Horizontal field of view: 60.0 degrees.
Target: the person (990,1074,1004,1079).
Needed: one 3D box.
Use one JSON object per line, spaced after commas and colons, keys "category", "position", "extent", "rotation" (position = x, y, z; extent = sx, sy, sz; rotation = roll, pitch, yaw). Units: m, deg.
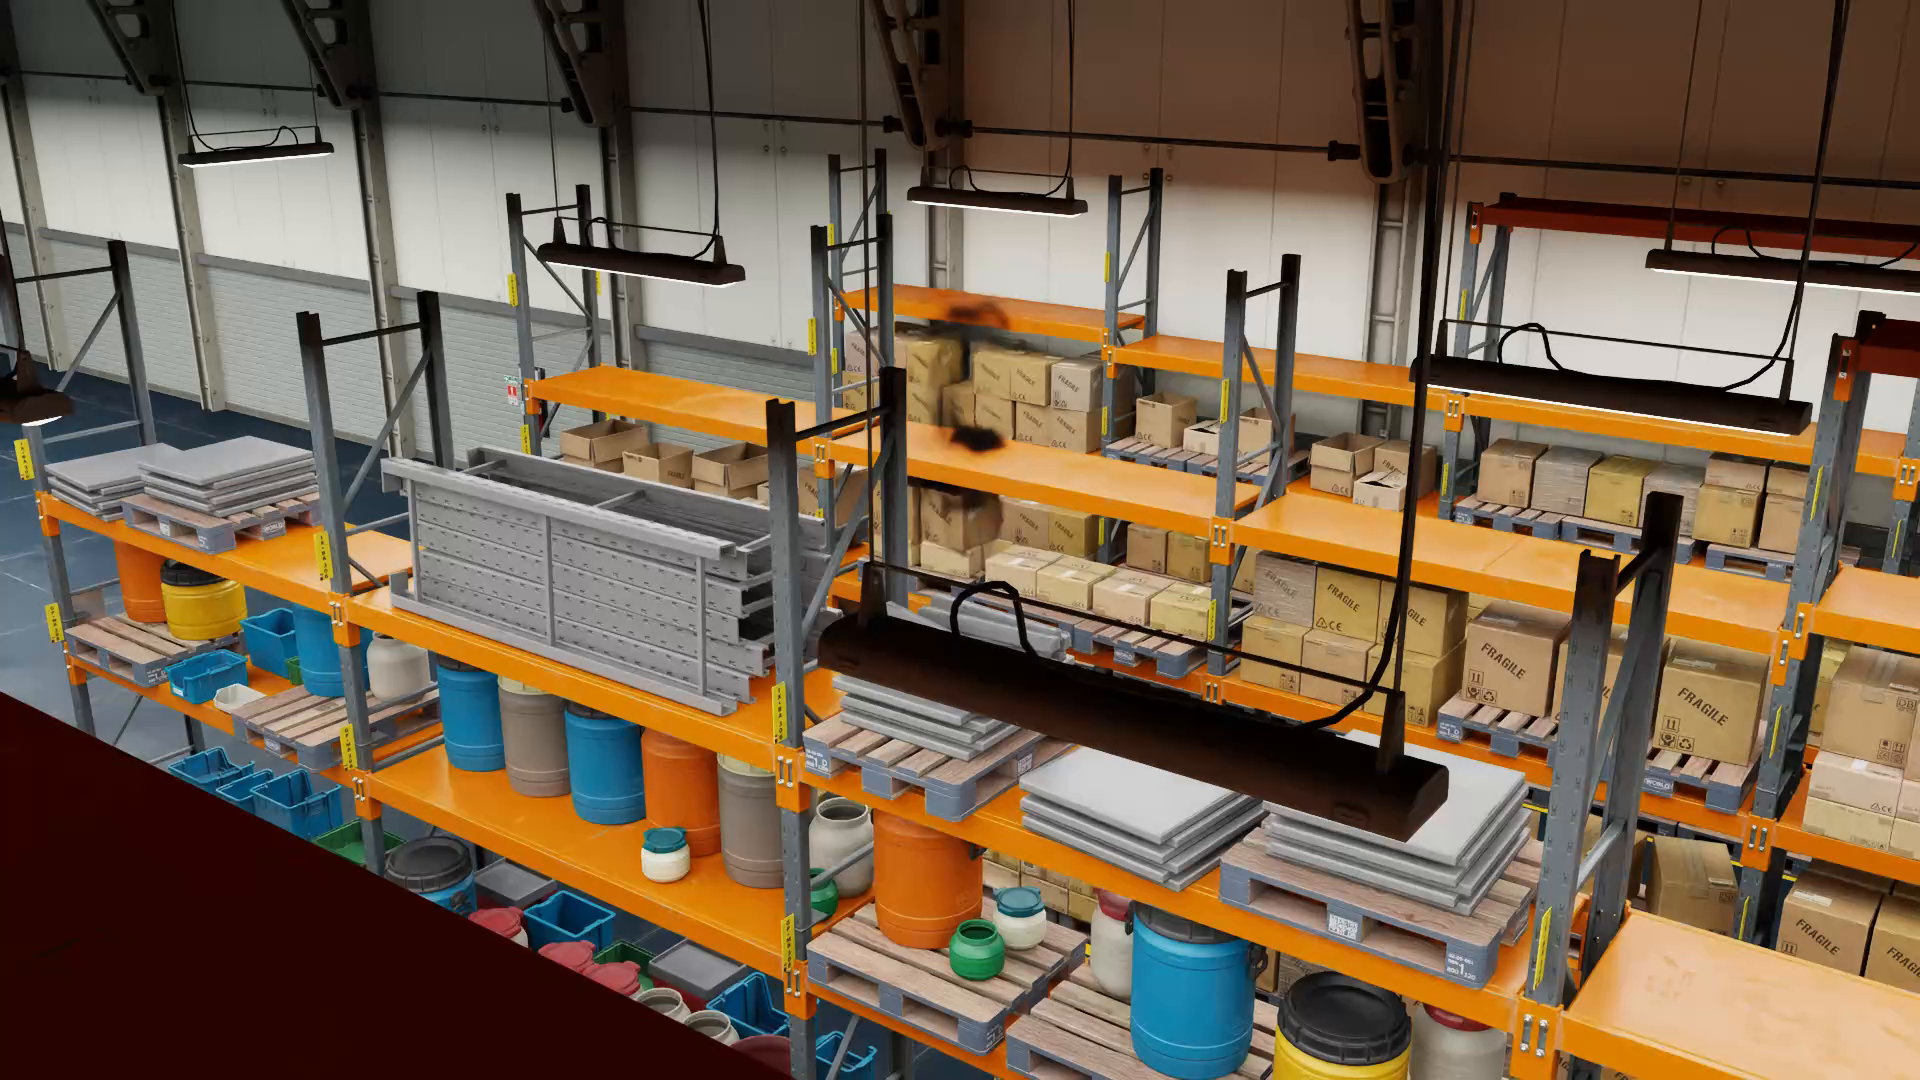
{"category": "person", "position": [0.469, 3.665, 11.424], "extent": [0.896, 1.766, 0.707], "rotation": [12, 22, 32]}
